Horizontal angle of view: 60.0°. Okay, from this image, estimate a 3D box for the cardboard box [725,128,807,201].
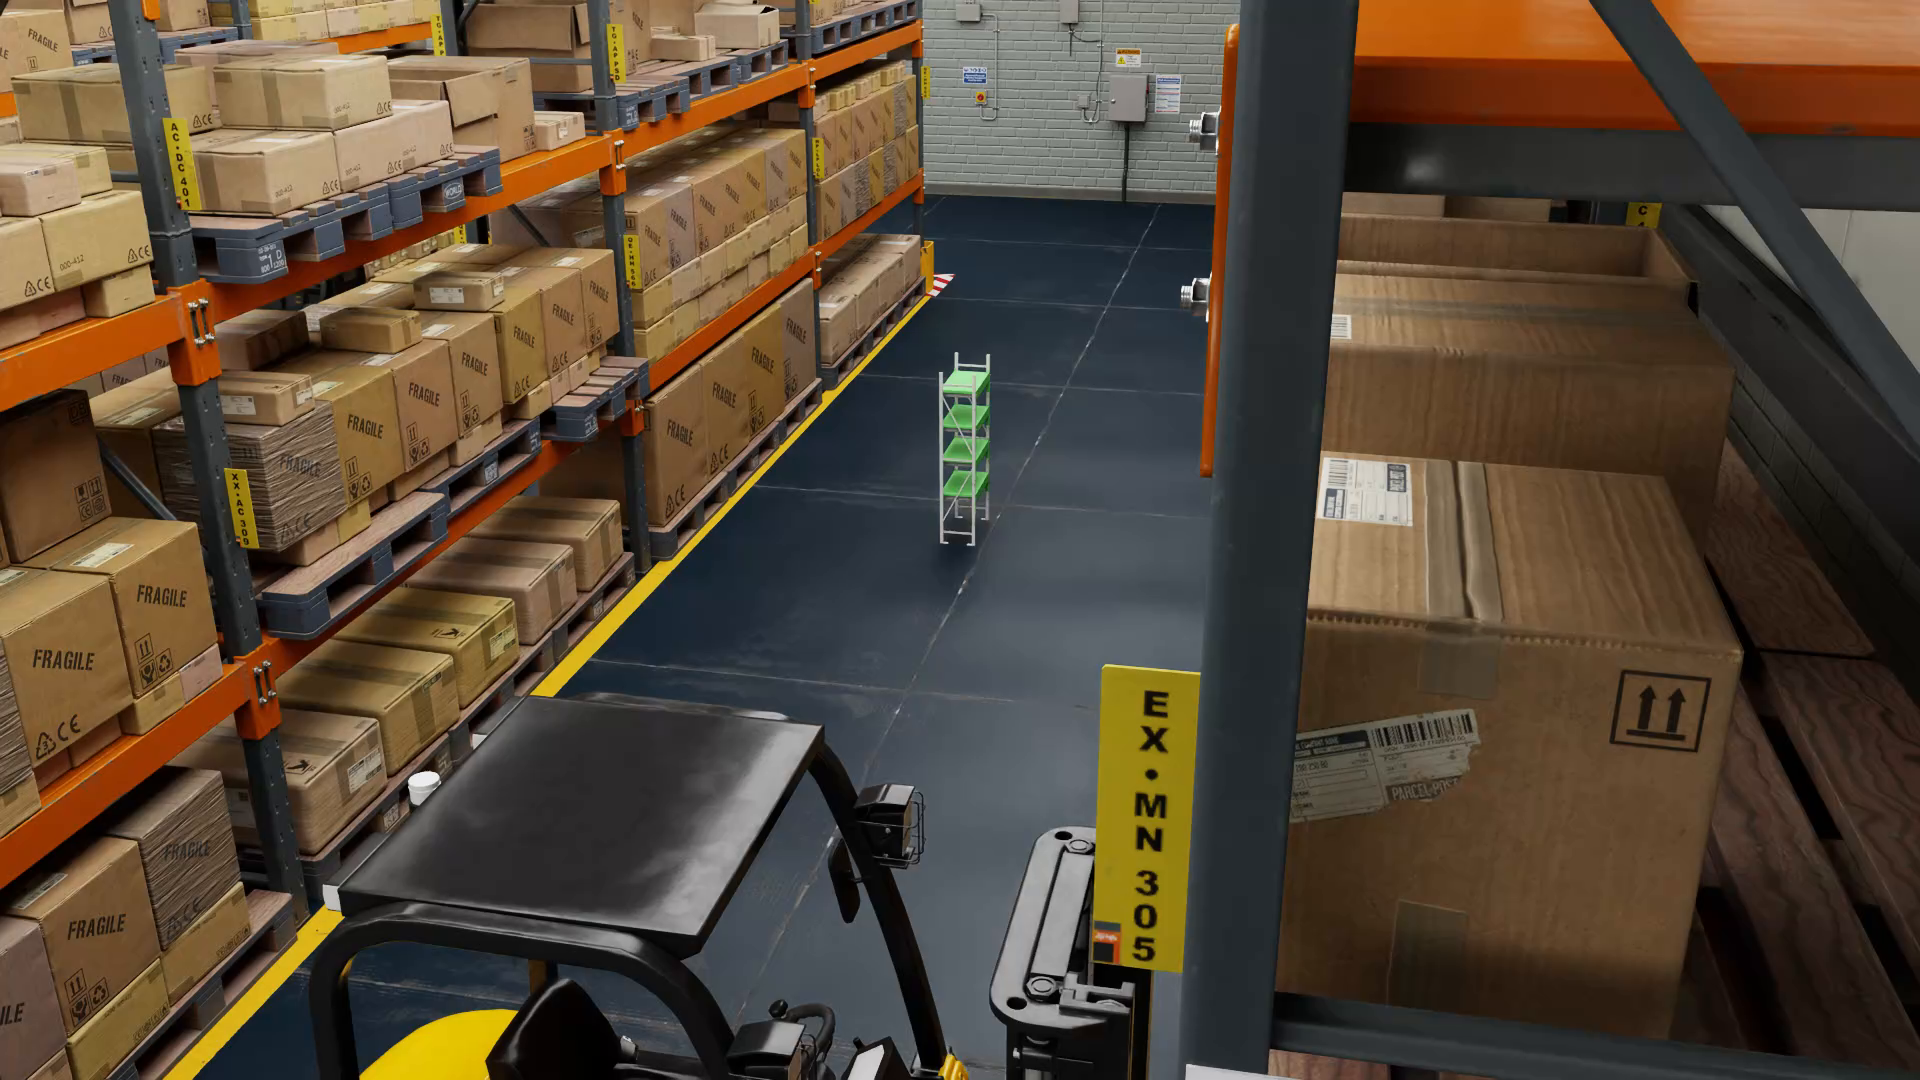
[{"bbox_3d":[-1.549,-3.012,13.346,0.500,0.500,0.500,5,23,13],"label":"cardboard box"}]

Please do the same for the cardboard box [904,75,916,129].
[{"bbox_3d":[-0.753,-4.463,16.948,0.500,0.500,0.500,5,23,13],"label":"cardboard box"}]

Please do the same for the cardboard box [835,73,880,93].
[{"bbox_3d":[-0.971,-4.341,15.777,0.380,0.149,0.250,5,22,12],"label":"cardboard box"}]

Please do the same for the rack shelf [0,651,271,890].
[{"bbox_3d":[-3.744,1.306,5.058,1.077,0.370,4.000,4,22,11],"label":"rack shelf"}]

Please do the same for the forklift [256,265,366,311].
[{"bbox_3d":[-4.982,-1.729,11.723,1.130,2.935,3.031,7,23,17],"label":"forklift"}]

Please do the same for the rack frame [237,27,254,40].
[{"bbox_3d":[-6.570,-3.025,14.849,1.000,3.000,0.127,4,22,11],"label":"rack frame"}]

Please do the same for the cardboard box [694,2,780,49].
[{"bbox_3d":[-1.678,-3.891,12.542,0.500,0.311,0.500,4,22,11],"label":"cardboard box"}]

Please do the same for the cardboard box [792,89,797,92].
[{"bbox_3d":[-1.682,-3.999,14.928,0.380,0.149,0.250,4,22,11],"label":"cardboard box"}]

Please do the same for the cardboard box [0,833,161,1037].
[{"bbox_3d":[-3.296,1.397,5.984,0.500,0.500,0.500,5,22,12],"label":"cardboard box"}]

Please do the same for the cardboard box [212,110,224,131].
[{"bbox_3d":[-3.251,-1.685,7.145,0.500,0.250,0.500,5,22,12],"label":"cardboard box"}]

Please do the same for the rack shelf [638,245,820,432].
[{"bbox_3d":[-2.112,-1.619,12.322,1.077,0.370,4.000,4,22,11],"label":"rack shelf"}]

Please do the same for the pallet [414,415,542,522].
[{"bbox_3d":[-2.884,-0.406,8.602,1.003,0.211,1.213,4,22,11],"label":"pallet"}]

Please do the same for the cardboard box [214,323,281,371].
[{"bbox_3d":[-3.335,-0.878,7.556,0.380,0.149,0.250,4,22,9],"label":"cardboard box"}]

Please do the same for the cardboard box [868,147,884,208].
[{"bbox_3d":[-1.032,-3.436,15.737,0.500,0.500,0.500,5,22,13],"label":"cardboard box"}]

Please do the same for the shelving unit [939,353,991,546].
[{"bbox_3d":[0.034,-0.617,11.280,0.258,1.200,0.503,4,22,11],"label":"shelving unit"}]

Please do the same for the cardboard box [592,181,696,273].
[{"bbox_3d":[-2.088,-2.076,11.020,0.500,0.500,0.500,5,22,11],"label":"cardboard box"}]

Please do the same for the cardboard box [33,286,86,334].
[{"bbox_3d":[-3.240,-0.809,5.669,0.380,0.149,0.250,5,22,12],"label":"cardboard box"}]

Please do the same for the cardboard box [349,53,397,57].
[{"bbox_3d":[-6.202,-4.807,17.404,0.500,0.500,0.500,5,22,12],"label":"cardboard box"}]

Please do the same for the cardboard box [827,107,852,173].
[{"bbox_3d":[-1.260,-3.535,14.643,0.500,0.500,0.500,4,22,10],"label":"cardboard box"}]

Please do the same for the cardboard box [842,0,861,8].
[{"bbox_3d":[-1.242,-5.195,15.646,0.500,0.311,0.500,5,22,12],"label":"cardboard box"}]

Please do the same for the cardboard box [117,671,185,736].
[{"bbox_3d":[-3.147,0.590,6.209,0.380,0.149,0.250,5,22,12],"label":"cardboard box"}]

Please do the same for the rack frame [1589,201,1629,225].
[{"bbox_3d":[1.524,-2.165,4.683,1.000,3.000,0.127,4,22,11],"label":"rack frame"}]

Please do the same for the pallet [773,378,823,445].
[{"bbox_3d":[-1.787,-1.103,13.810,1.003,0.211,1.213,4,22,11],"label":"pallet"}]

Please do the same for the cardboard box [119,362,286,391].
[{"bbox_3d":[-3.367,-0.506,7.500,0.500,0.500,0.500,5,22,11],"label":"cardboard box"}]

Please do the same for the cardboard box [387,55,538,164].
[{"bbox_3d":[-2.723,-2.314,8.934,0.700,0.500,0.500,4,22,11],"label":"cardboard box"}]

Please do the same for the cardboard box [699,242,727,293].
[{"bbox_3d":[-1.954,-1.921,11.639,0.500,0.250,0.500,4,22,11],"label":"cardboard box"}]

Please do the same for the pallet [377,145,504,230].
[{"bbox_3d":[-2.897,-1.660,7.697,1.213,0.211,1.003,4,22,11],"label":"pallet"}]

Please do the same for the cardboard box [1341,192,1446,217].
[{"bbox_3d":[1.433,-1.256,5.866,0.500,0.311,0.500,4,22,9],"label":"cardboard box"}]

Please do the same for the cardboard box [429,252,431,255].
[{"bbox_3d":[-5.842,-3.003,17.650,0.380,0.149,0.250,4,22,10],"label":"cardboard box"}]

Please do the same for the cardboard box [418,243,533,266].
[{"bbox_3d":[-2.838,-1.454,9.854,0.500,0.500,0.500,4,22,9],"label":"cardboard box"}]

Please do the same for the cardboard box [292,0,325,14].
[{"bbox_3d":[-6.131,-4.918,15.067,0.500,0.250,0.500,4,22,11],"label":"cardboard box"}]

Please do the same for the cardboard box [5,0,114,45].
[{"bbox_3d":[-7.014,-4.104,12.813,0.797,0.503,0.637,4,22,10],"label":"cardboard box"}]

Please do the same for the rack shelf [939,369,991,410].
[{"bbox_3d":[0.034,-1.003,11.124,0.258,0.148,0.480,4,22,11],"label":"rack shelf"}]

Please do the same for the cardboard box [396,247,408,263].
[{"bbox_3d":[-5.927,-2.951,17.124,0.380,0.149,0.250,4,22,9],"label":"cardboard box"}]

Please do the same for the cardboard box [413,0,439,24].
[{"bbox_3d":[-5.685,-5.436,17.022,0.500,0.250,0.500,4,22,11],"label":"cardboard box"}]

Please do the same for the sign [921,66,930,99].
[{"bbox_3d":[-0.359,-4.748,17.261,0.100,0.325,0.005,4,22,11],"label":"sign"}]

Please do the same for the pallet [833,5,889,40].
[{"bbox_3d":[-1.275,-4.778,15.306,1.003,0.211,1.213,4,22,11],"label":"pallet"}]

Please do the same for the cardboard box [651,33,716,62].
[{"bbox_3d":[-1.943,-3.459,11.664,0.380,0.166,0.250,6,23,15],"label":"cardboard box"}]

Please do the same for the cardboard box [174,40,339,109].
[{"bbox_3d":[-3.156,-2.104,7.517,0.500,0.250,0.500,5,22,12],"label":"cardboard box"}]

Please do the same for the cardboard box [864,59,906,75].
[{"bbox_3d":[-0.765,-4.812,16.946,0.380,0.149,0.250,5,22,12],"label":"cardboard box"}]

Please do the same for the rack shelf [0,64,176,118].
[{"bbox_3d":[-6.978,-3.351,12.607,1.077,0.370,4.000,4,22,11],"label":"rack shelf"}]

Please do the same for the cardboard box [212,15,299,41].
[{"bbox_3d":[-6.217,-4.496,14.687,0.500,0.250,0.500,6,23,14],"label":"cardboard box"}]

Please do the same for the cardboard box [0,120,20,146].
[{"bbox_3d":[-10.636,-4.402,18.072,0.500,0.250,0.500,4,22,9],"label":"cardboard box"}]

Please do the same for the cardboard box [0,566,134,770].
[{"bbox_3d":[-3.282,0.427,5.746,0.500,0.500,0.500,5,23,13],"label":"cardboard box"}]

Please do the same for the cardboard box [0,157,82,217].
[{"bbox_3d":[-3.165,-1.170,5.497,0.380,0.149,0.250,4,22,10],"label":"cardboard box"}]

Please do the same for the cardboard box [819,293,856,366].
[{"bbox_3d":[-1.471,-1.912,14.954,0.875,0.438,0.875,4,22,10],"label":"cardboard box"}]

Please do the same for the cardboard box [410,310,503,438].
[{"bbox_3d":[-2.649,-0.839,8.328,0.500,0.500,0.500,4,22,9],"label":"cardboard box"}]

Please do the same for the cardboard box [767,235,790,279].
[{"bbox_3d":[-1.653,-2.246,13.115,0.500,0.250,0.500,4,22,10],"label":"cardboard box"}]

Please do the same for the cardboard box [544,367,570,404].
[{"bbox_3d":[-2.407,-0.872,9.277,0.380,0.149,0.250,3,22,8],"label":"cardboard box"}]

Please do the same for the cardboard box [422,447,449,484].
[{"bbox_3d":[-2.726,-0.396,8.097,0.380,0.149,0.250,5,22,11],"label":"cardboard box"}]

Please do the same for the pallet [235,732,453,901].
[{"bbox_3d":[-3.179,1.250,7.968,1.003,0.211,1.213,4,22,11],"label":"pallet"}]

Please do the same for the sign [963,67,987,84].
[{"bbox_3d":[0.205,-6.363,22.776,0.327,0.218,0.001,4,22,11],"label":"sign"}]

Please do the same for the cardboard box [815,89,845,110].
[{"bbox_3d":[-1.227,-3.869,14.605,0.380,0.149,0.250,4,22,11],"label":"cardboard box"}]

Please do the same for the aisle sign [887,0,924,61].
[{"bbox_3d":[-0.569,-5.356,17.158,0.394,0.787,0.004,4,22,11],"label":"aisle sign"}]

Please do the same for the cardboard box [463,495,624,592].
[{"bbox_3d":[-2.645,0.008,10.273,0.950,0.372,0.625,3,22,7],"label":"cardboard box"}]

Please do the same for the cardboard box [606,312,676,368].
[{"bbox_3d":[-2.174,-1.312,10.797,0.500,0.250,0.500,4,22,10],"label":"cardboard box"}]

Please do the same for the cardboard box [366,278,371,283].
[{"bbox_3d":[-6.068,-2.532,16.481,0.380,0.149,0.250,6,23,13],"label":"cardboard box"}]

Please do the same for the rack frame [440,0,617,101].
[{"bbox_3d":[-2.520,-4.005,9.251,1.000,3.000,0.127,4,22,11],"label":"rack frame"}]

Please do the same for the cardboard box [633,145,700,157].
[{"bbox_3d":[-2.256,-2.684,12.531,0.500,0.500,0.500,4,22,10],"label":"cardboard box"}]

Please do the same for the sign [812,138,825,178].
[{"bbox_3d":[-1.170,-3.147,13.709,0.100,0.325,0.005,4,22,11],"label":"sign"}]
